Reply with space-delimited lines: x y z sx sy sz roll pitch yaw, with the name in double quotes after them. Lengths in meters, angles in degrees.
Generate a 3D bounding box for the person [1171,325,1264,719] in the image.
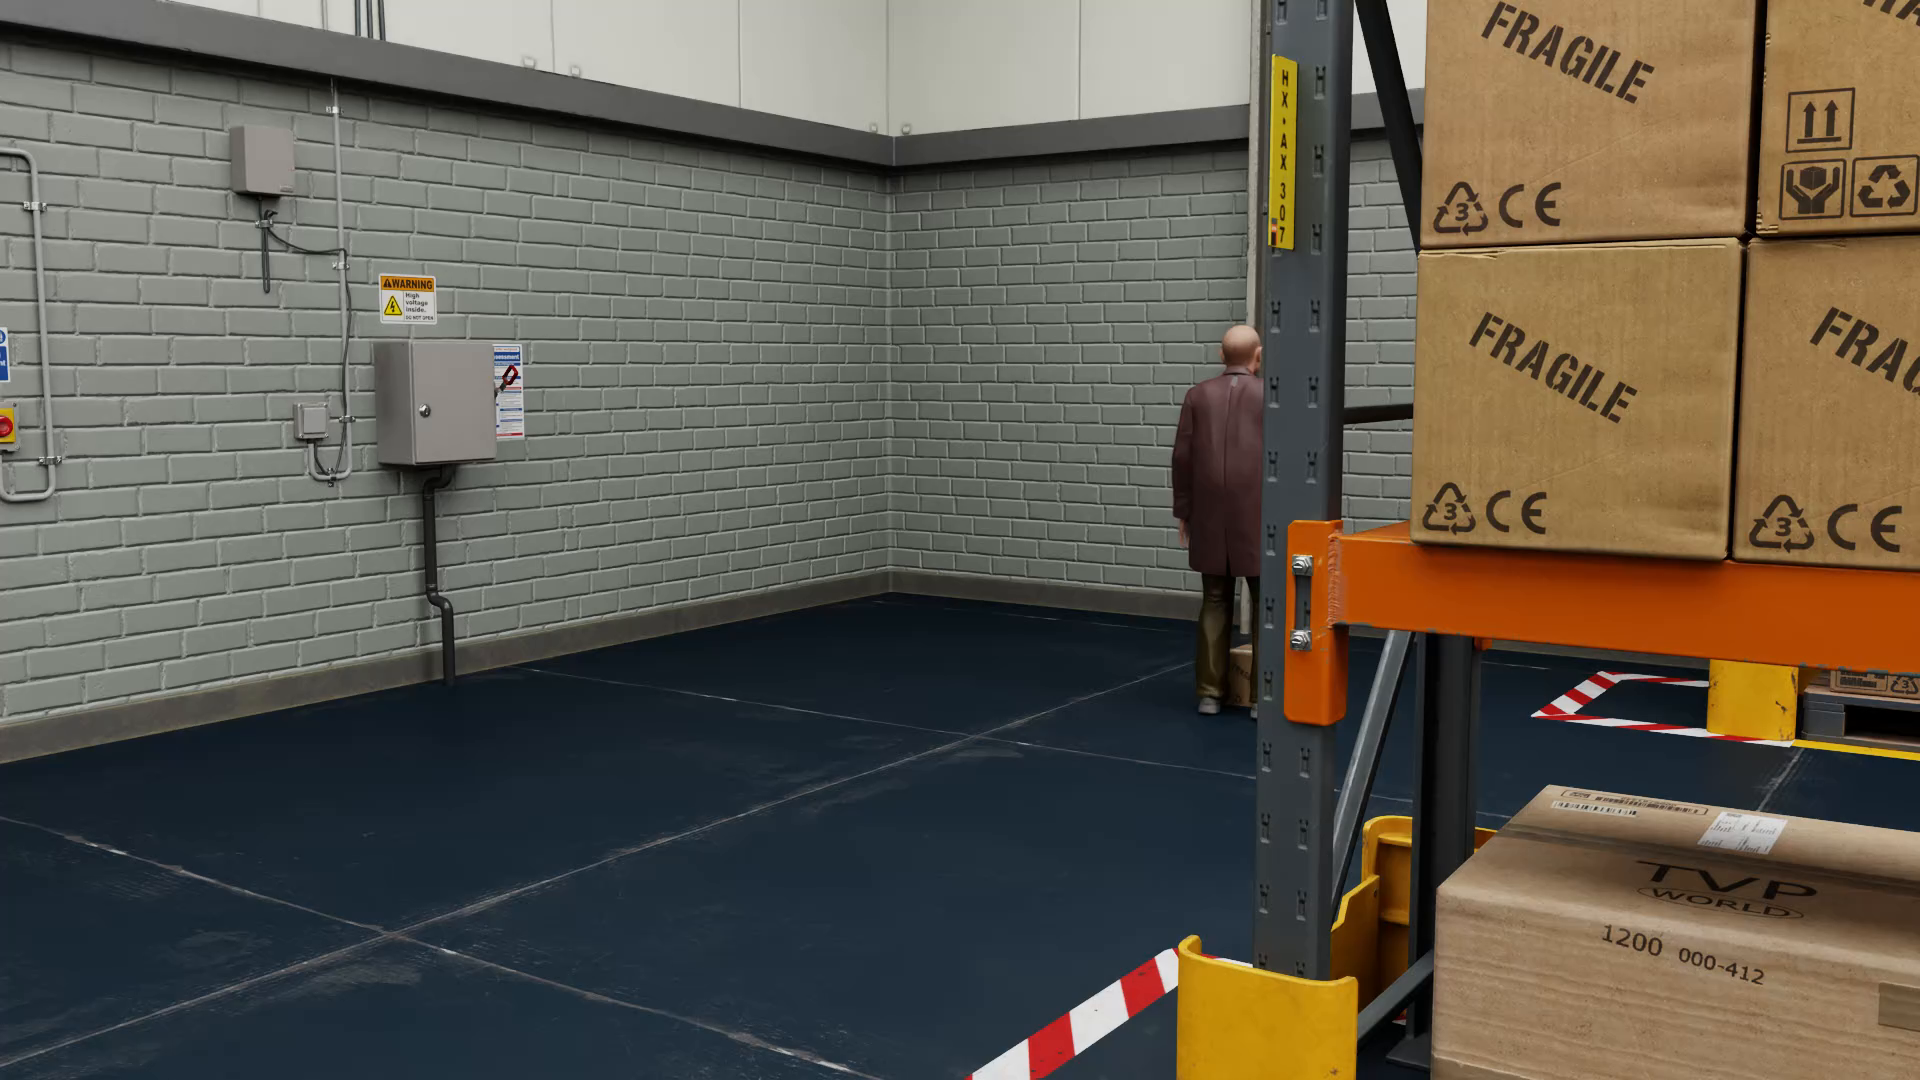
1.273 -0.088 7.583 0.644 1.772 0.429 4 7 31 "person"
